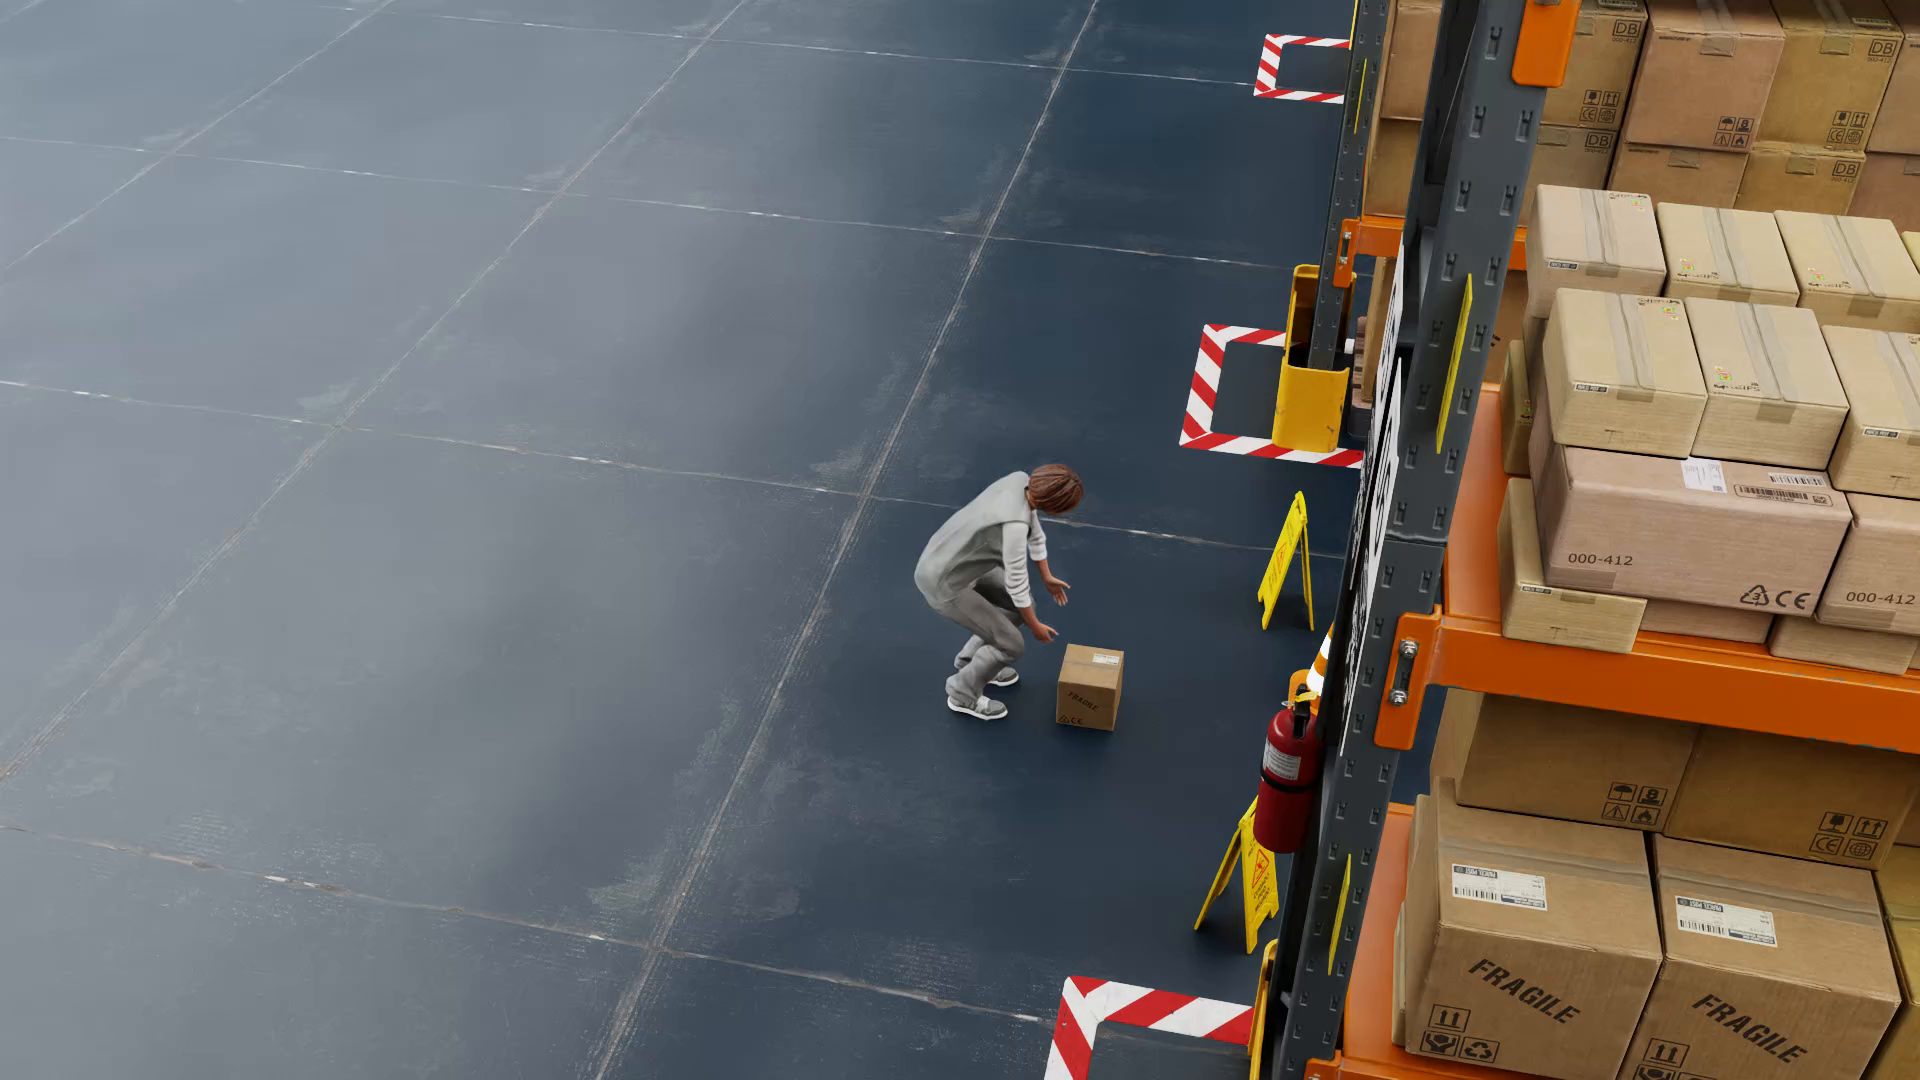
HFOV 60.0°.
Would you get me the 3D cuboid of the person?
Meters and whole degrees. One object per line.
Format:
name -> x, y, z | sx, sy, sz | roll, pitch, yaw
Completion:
person -> 0.159, 0.182, 7.040 | 0.688, 1.227, 0.463 | 8, 38, 10
